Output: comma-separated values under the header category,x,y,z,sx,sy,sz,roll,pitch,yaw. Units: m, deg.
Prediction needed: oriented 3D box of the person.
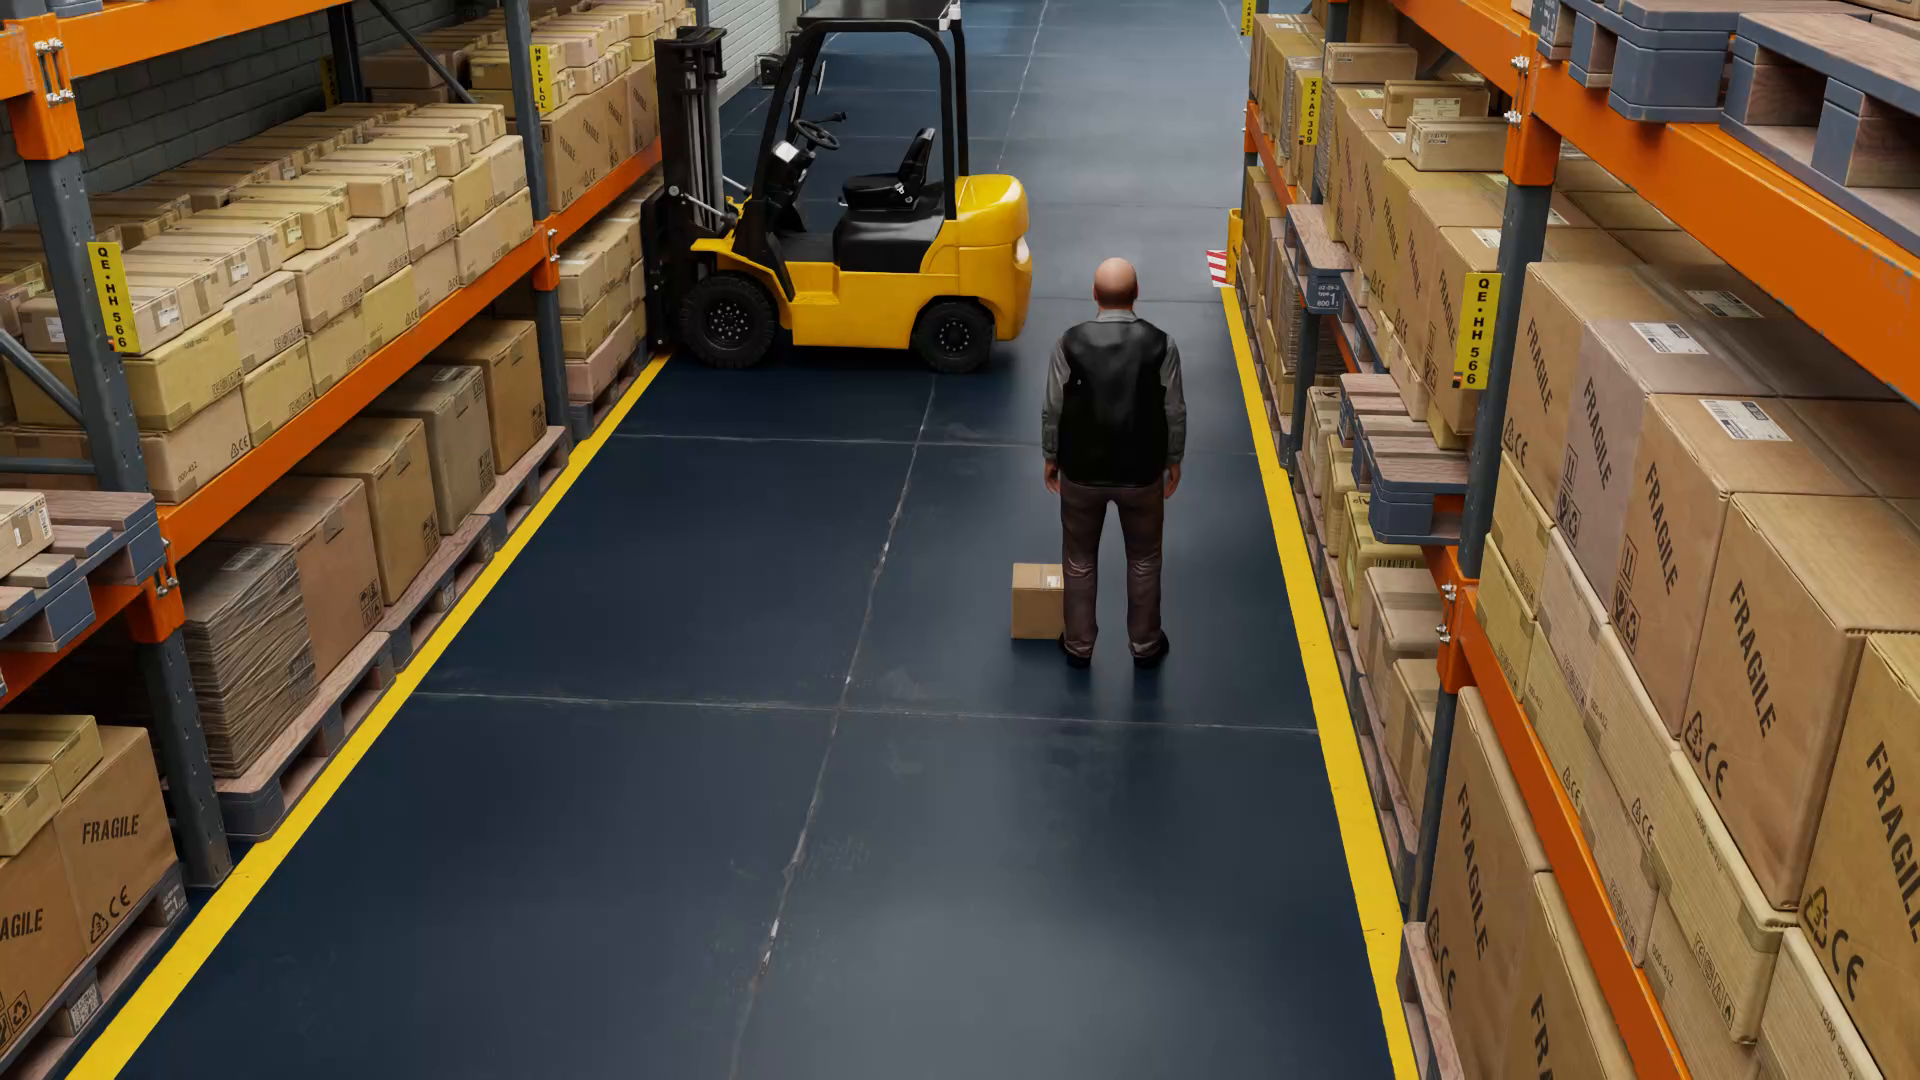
category,x,y,z,sx,sy,sz,roll,pitch,yaw
person,0.617,-0.279,6.749,0.580,1.721,0.417,2,24,4
